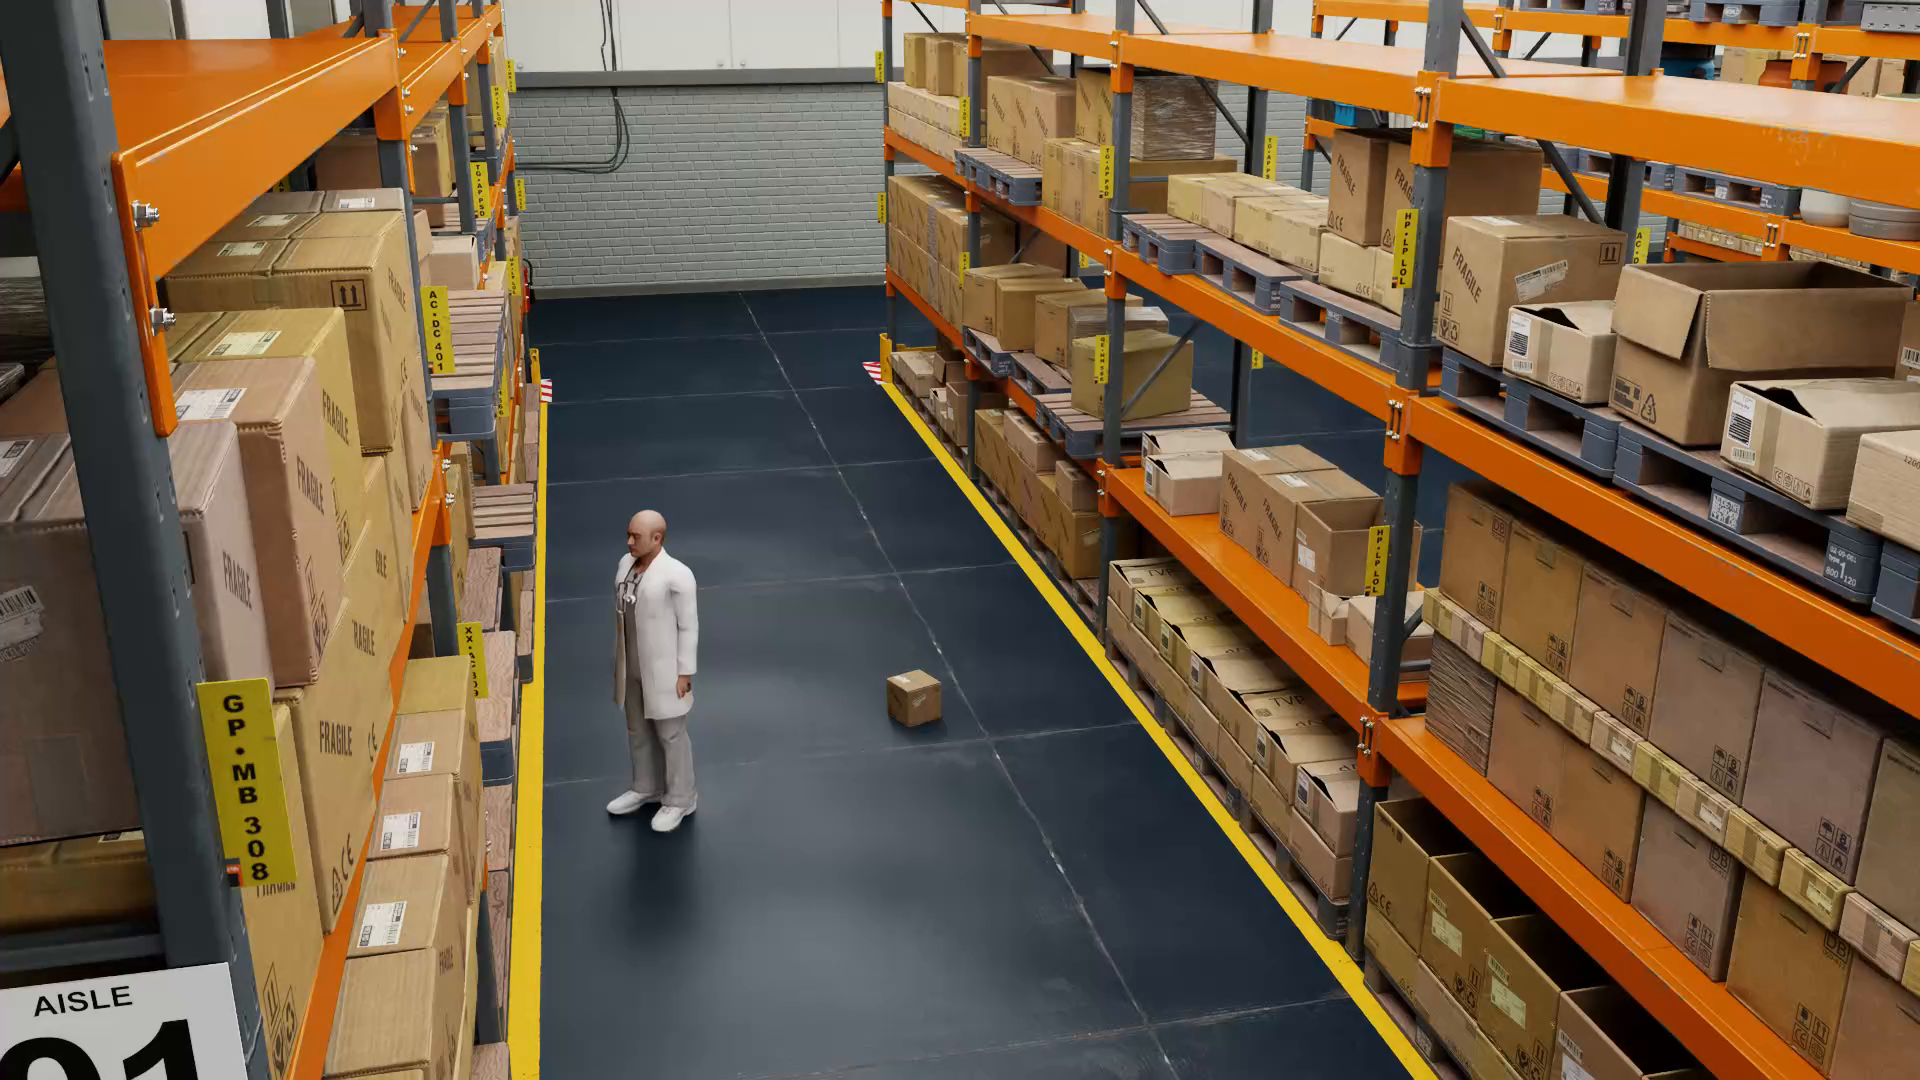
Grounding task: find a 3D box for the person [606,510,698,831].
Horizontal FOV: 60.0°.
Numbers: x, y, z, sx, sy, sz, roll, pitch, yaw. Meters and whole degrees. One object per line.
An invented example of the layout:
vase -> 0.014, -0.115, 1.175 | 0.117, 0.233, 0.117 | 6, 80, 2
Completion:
person -> -1.697, 0.703, 9.074 | 0.565, 1.783, 0.376 | 14, 24, 34
